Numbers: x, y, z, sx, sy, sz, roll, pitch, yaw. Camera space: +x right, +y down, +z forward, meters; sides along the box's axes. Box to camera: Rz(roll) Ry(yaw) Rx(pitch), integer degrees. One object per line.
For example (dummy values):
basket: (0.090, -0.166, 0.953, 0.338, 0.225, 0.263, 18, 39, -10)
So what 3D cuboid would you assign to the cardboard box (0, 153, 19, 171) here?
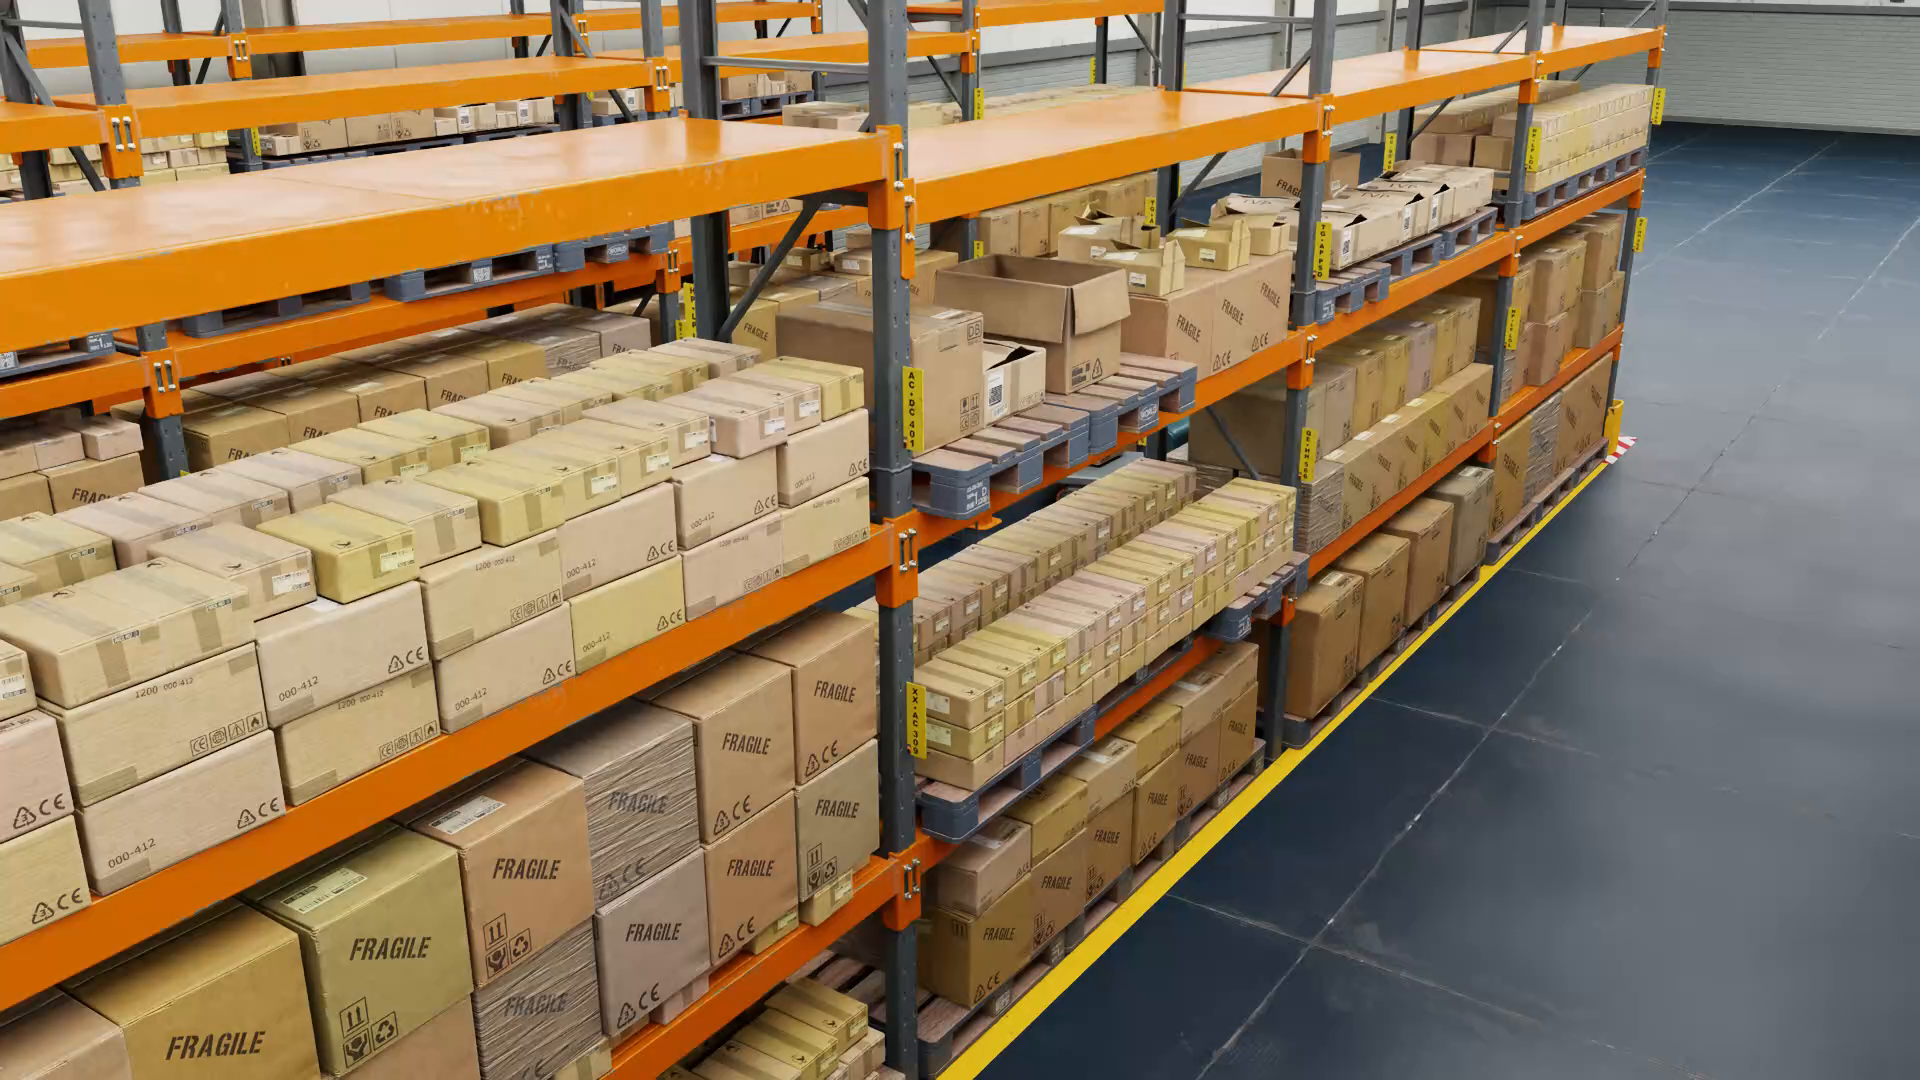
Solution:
cardboard box: (-7.545, -2.984, 13.017, 0.380, 0.149, 0.250, 13, 24, 32)

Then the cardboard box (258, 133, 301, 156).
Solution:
cardboard box: (-6.197, -3.588, 15.053, 0.380, 0.166, 0.250, 13, 24, 32)

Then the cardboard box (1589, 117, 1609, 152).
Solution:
cardboard box: (5.218, -3.492, 14.242, 0.500, 0.250, 0.500, 14, 24, 32)

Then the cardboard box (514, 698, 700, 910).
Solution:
cardboard box: (-1.261, 0.870, 5.721, 0.500, 0.500, 0.500, 14, 24, 33)

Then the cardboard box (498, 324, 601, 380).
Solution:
cardboard box: (-2.893, -1.207, 11.766, 0.500, 0.500, 0.500, 14, 24, 33)

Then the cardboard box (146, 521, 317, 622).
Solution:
cardboard box: (-1.947, 0.088, 4.447, 0.380, 0.149, 0.250, 14, 25, 33)

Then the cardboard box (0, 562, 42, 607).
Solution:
cardboard box: (-2.577, 0.156, 4.263, 0.380, 0.149, 0.250, 12, 24, 30)

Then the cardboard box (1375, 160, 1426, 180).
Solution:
cardboard box: (3.316, -2.714, 12.546, 0.258, 0.266, 0.396, 13, 24, 31)

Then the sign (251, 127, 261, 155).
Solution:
sign: (-6.197, -3.549, 14.615, 0.100, 0.325, 0.005, 13, 24, 32)

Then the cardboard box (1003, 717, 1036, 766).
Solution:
cardboard box: (0.118, 0.862, 7.516, 0.380, 0.149, 0.250, 14, 24, 33)

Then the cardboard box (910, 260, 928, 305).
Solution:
cardboard box: (-0.636, -2.251, 14.995, 0.500, 0.500, 0.500, 13, 24, 32)

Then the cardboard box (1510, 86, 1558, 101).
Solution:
cardboard box: (5.232, -4.054, 15.188, 0.380, 0.149, 0.250, 14, 24, 32)

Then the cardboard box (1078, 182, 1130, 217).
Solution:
cardboard box: (1.361, -3.491, 17.512, 0.700, 0.500, 0.500, 13, 24, 31)

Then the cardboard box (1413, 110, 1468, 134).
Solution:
cardboard box: (3.804, -3.325, 13.216, 0.380, 0.149, 0.250, 13, 24, 31)

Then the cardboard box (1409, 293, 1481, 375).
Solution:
cardboard box: (3.588, -1.623, 12.891, 0.700, 0.500, 0.500, 13, 24, 31)

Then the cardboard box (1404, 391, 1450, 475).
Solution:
cardboard box: (3.222, -0.806, 12.123, 0.500, 0.500, 0.500, 14, 24, 32)

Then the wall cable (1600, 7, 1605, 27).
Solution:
wall cable: (16.330, -14.830, 46.009, 3.097, 2.526, 0.112, 13, 24, 32)

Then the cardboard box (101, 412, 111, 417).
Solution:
cardboard box: (-7.670, -1.028, 14.932, 0.380, 0.149, 0.250, 12, 23, 29)

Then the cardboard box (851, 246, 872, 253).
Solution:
cardboard box: (-0.738, -2.498, 14.728, 0.380, 0.149, 0.250, 12, 24, 30)

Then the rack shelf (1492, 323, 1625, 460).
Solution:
rack shelf: (4.986, -1.487, 15.146, 1.077, 0.370, 4.000, 13, 24, 32)

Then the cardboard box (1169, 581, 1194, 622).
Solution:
cardboard box: (0.989, 0.279, 8.661, 0.380, 0.149, 0.250, 14, 24, 33)

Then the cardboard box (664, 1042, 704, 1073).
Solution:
cardboard box: (-1.305, 2.114, 7.020, 0.380, 0.149, 0.250, 13, 24, 31)

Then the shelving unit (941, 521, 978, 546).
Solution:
shelving unit: (-0.005, -0.420, 14.250, 0.258, 0.900, 0.210, 13, 24, 32)

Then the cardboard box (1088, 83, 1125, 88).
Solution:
cardboard box: (1.591, -4.936, 18.321, 0.380, 0.149, 0.250, 13, 24, 31)

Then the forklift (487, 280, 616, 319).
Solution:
forklift: (-3.489, -1.651, 14.651, 1.130, 2.935, 3.031, 1, 20, 2)

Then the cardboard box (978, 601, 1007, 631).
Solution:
cardboard box: (0.012, 0.373, 8.408, 0.380, 0.149, 0.250, 12, 23, 29)

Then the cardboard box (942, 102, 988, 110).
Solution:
cardboard box: (0.049, -4.230, 16.414, 0.380, 0.149, 0.250, 14, 25, 33)

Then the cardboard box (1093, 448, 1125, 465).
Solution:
cardboard box: (1.200, -1.031, 15.388, 0.500, 0.500, 0.500, 13, 24, 32)

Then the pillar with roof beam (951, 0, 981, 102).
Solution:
pillar with roof beam: (3.649, -7.973, 22.997, 9.100, 9.000, 0.400, 13, 24, 32)

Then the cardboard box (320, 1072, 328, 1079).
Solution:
cardboard box: (-2.123, 1.773, 4.724, 0.500, 0.500, 0.500, 13, 24, 32)

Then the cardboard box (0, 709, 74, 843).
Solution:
cardboard box: (-2.416, 0.543, 3.792, 0.500, 0.250, 0.500, 14, 24, 33)

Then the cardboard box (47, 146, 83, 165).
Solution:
cardboard box: (-7.322, -3.141, 13.468, 0.380, 0.149, 0.250, 13, 24, 32)

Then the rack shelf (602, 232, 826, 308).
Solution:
rack shelf: (-3.272, -3.390, 20.291, 1.077, 0.370, 4.000, 13, 24, 32)

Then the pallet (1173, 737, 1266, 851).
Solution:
pallet: (1.173, 1.429, 10.245, 1.003, 0.211, 1.213, 13, 24, 32)

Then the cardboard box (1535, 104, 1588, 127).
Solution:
cardboard box: (4.919, -3.489, 13.659, 0.380, 0.149, 0.250, 14, 24, 32)

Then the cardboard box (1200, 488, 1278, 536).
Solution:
cardboard box: (1.574, -0.160, 9.419, 0.380, 0.149, 0.250, 13, 24, 31)

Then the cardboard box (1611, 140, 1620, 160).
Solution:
cardboard box: (5.632, -3.478, 14.779, 0.380, 0.149, 0.250, 13, 24, 31)

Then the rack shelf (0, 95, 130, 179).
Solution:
rack shelf: (-5.910, -1.607, 7.398, 1.077, 0.370, 4.000, 13, 24, 32)

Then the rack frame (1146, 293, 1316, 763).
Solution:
rack frame: (1.613, -0.103, 10.367, 1.000, 3.000, 0.127, 13, 24, 32)

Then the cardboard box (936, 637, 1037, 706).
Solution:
cardboard box: (0.118, 0.582, 7.415, 0.380, 0.149, 0.250, 14, 25, 33)

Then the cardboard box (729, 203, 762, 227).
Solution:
cardboard box: (-1.996, -2.763, 13.091, 0.700, 0.500, 0.500, 13, 24, 32)

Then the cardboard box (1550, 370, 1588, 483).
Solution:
cardboard box: (5.291, -1.138, 15.624, 0.875, 0.875, 0.875, 13, 24, 31)

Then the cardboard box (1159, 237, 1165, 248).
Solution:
cardboard box: (1.072, -1.445, 9.527, 0.500, 0.500, 0.500, 13, 24, 32)

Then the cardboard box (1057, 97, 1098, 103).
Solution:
cardboard box: (1.180, -4.397, 16.864, 0.380, 0.149, 0.250, 14, 24, 33)

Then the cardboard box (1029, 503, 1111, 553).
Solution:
cardboard box: (0.603, -0.065, 9.164, 0.380, 0.149, 0.250, 15, 25, 34)

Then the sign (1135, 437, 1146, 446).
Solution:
sign: (1.153, -0.753, 10.456, 0.100, 0.325, 0.005, 13, 24, 32)

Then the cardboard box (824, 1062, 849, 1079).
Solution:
cardboard box: (-0.691, 2.278, 7.006, 0.380, 0.149, 0.250, 12, 23, 29)

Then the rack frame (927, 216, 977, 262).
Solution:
rack frame: (-0.289, -2.187, 16.001, 1.000, 3.000, 0.127, 13, 24, 32)

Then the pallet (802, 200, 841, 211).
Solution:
pallet: (-1.304, -3.051, 14.285, 1.213, 0.211, 1.003, 13, 24, 32)

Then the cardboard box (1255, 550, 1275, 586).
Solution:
cardboard box: (1.575, 0.120, 9.521, 0.380, 0.149, 0.250, 13, 24, 32)

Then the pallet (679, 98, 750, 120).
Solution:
pallet: (-3.251, -5.118, 19.728, 1.003, 0.211, 1.213, 13, 24, 32)

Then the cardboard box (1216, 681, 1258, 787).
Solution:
cardboard box: (1.460, 1.112, 10.080, 0.500, 0.500, 0.500, 13, 24, 32)

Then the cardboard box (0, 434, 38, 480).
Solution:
cardboard box: (-5.082, -0.437, 8.750, 0.380, 0.149, 0.250, 13, 24, 32)

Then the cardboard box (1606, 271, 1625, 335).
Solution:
cardboard box: (5.939, -2.353, 16.235, 0.875, 0.550, 0.550, 13, 24, 32)
